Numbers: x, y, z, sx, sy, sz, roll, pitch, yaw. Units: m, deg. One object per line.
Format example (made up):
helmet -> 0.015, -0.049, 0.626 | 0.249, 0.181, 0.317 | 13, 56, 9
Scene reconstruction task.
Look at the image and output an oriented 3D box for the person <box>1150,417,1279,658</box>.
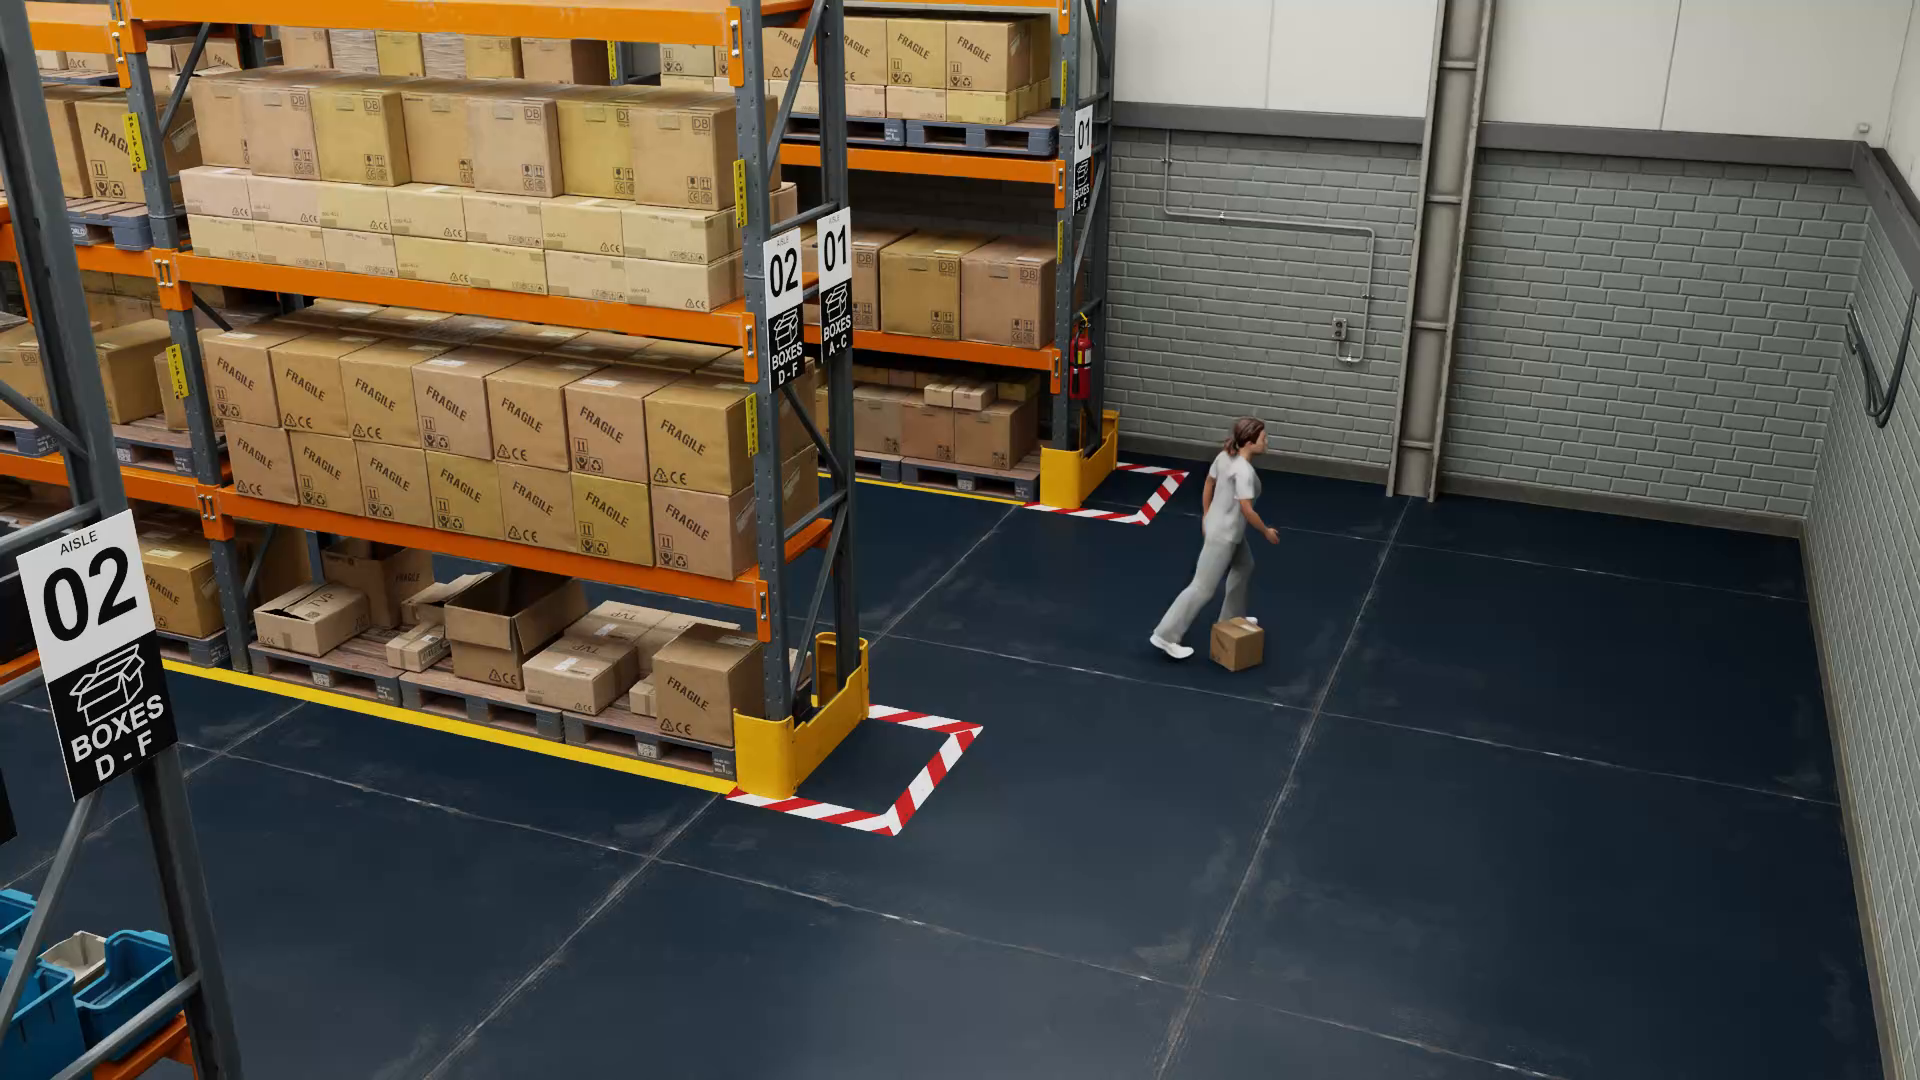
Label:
person -> 1.680, -0.039, 11.057 | 0.833, 1.607, 0.563 | -2, 23, -5
